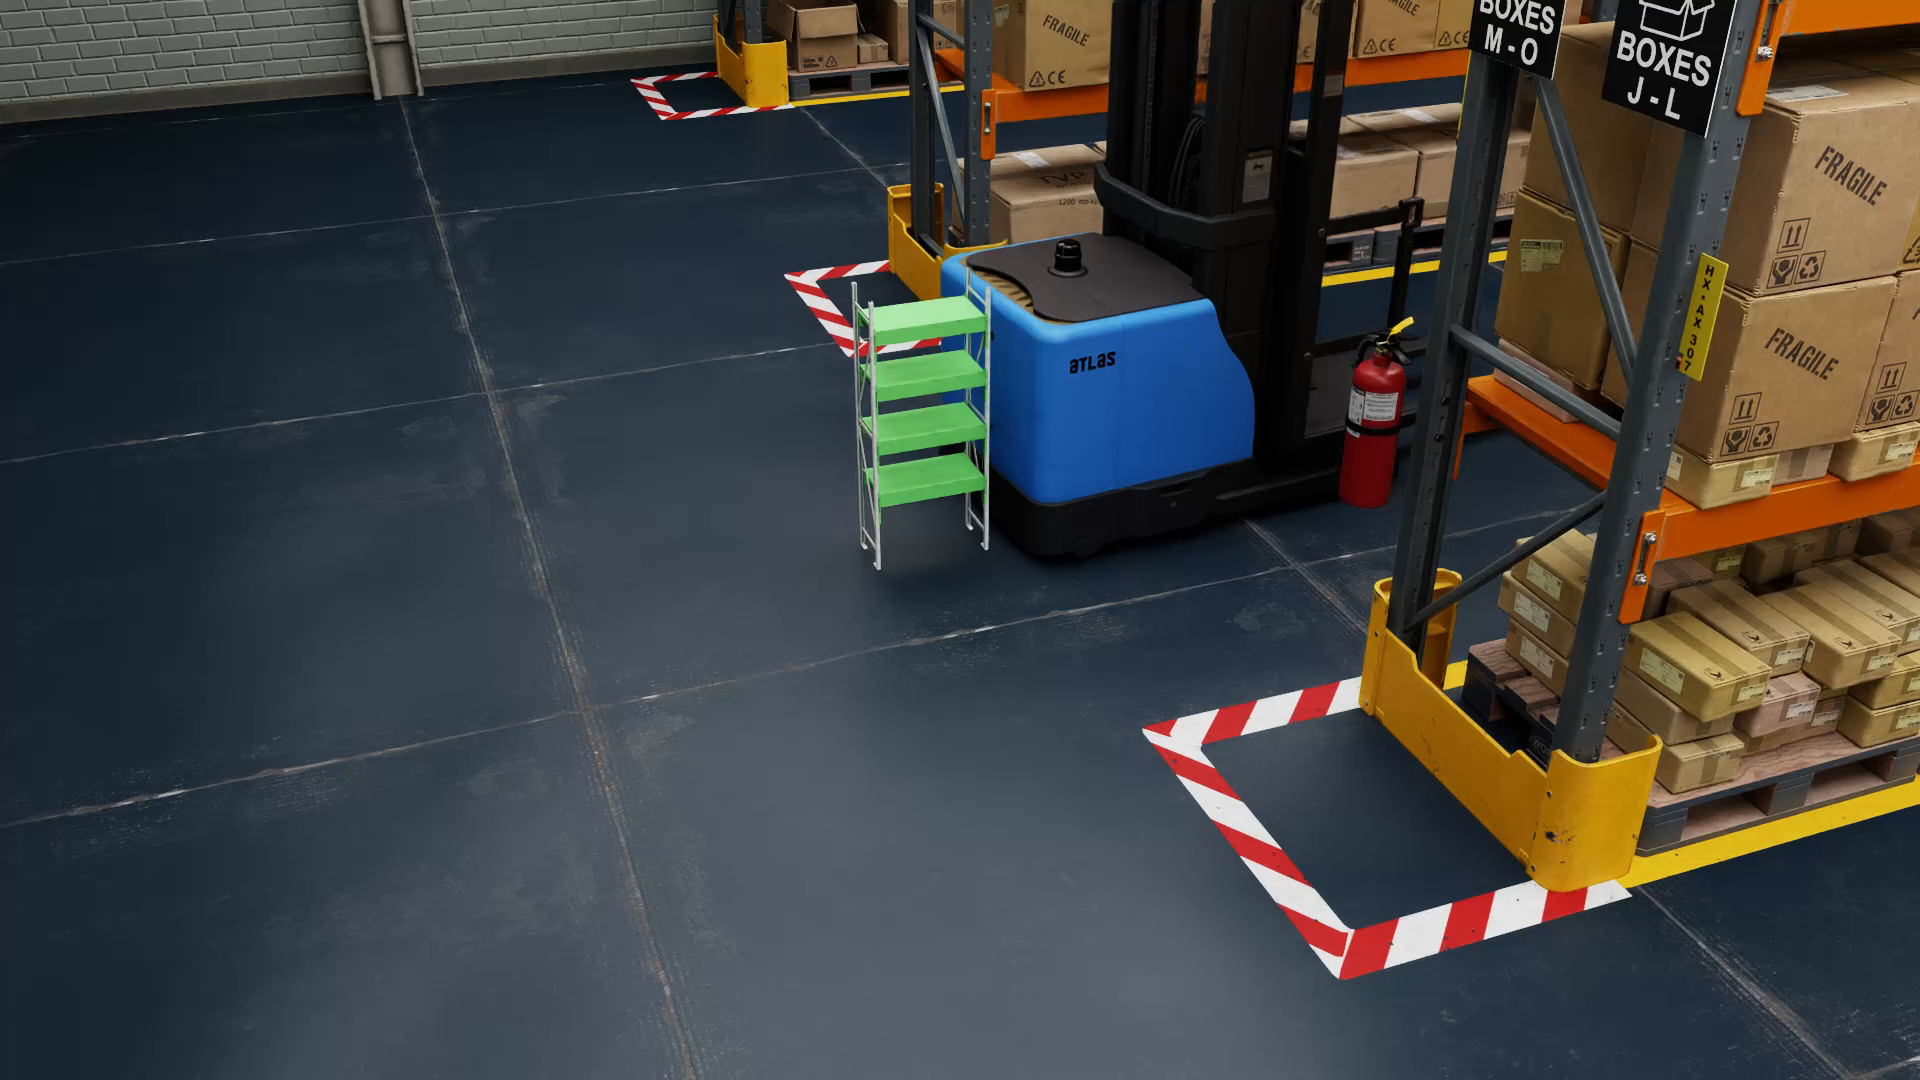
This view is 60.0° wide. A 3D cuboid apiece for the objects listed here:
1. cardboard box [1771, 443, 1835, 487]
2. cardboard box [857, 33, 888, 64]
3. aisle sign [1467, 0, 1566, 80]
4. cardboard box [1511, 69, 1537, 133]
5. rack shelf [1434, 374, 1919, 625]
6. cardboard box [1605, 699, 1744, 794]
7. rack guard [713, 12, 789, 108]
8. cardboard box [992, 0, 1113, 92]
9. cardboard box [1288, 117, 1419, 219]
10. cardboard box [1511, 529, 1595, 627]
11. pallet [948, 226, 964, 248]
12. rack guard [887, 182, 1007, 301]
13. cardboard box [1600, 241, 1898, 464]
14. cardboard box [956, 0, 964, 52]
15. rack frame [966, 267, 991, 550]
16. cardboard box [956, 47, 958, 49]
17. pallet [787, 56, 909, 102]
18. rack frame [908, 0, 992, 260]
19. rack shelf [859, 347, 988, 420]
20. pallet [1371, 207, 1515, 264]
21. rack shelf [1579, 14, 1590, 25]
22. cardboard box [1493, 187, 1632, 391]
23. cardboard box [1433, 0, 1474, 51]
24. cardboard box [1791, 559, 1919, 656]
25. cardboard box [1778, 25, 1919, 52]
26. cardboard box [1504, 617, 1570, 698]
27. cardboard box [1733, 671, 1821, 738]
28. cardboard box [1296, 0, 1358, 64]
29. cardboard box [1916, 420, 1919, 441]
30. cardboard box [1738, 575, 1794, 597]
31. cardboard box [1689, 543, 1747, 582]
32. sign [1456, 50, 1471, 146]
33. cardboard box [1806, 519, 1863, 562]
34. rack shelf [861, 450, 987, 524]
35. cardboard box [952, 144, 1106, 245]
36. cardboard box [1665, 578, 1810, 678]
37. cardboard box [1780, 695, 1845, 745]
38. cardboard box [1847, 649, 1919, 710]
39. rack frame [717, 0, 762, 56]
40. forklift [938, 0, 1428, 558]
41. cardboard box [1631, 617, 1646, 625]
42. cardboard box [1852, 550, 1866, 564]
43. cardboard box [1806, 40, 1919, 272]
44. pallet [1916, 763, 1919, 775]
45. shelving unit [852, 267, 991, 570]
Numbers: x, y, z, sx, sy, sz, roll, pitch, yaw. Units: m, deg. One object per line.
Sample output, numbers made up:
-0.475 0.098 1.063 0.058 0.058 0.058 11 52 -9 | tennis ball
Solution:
2.399 -0.319 5.033 0.250 0.149 0.380 -9 31 -16 | cardboard box
-0.780 -4.103 13.877 0.250 0.149 0.380 -12 32 -20 | cardboard box
1.584 -1.717 4.607 0.004 0.787 0.394 -10 31 -18 | aisle sign
4.238 -2.834 10.916 0.875 0.875 0.875 -9 31 -16 | cardboard box
3.631 -0.493 5.812 4.000 0.370 1.077 -10 31 -18 | rack shelf
2.359 0.654 5.528 0.250 0.149 0.380 -10 31 -17 | cardboard box
-1.727 -3.969 13.712 0.348 0.500 1.175 -10 31 -18 | rack guard
0.486 -2.733 8.916 0.500 0.500 0.500 -11 31 -18 | cardboard box
2.220 -2.286 10.396 0.875 0.438 0.875 -11 32 -19 | cardboard box
2.165 0.128 5.850 0.250 0.149 0.380 -10 31 -17 | cardboard box
0.658 -1.702 10.025 1.213 0.211 1.003 -10 31 -18 | pallet
-0.087 -1.650 9.640 0.348 0.500 1.175 -10 31 -18 | rack guard
2.274 -0.583 4.841 0.500 0.500 0.500 -9 31 -15 | cardboard box
0.296 -2.989 9.366 0.500 0.500 0.500 -10 31 -17 | cardboard box
0.074 -0.535 6.977 0.015 1.200 0.240 -10 31 -18 | rack frame
0.153 -4.374 13.999 0.500 0.500 0.500 -10 31 -17 | cardboard box
-0.980 -3.982 14.026 1.213 0.211 1.003 -10 31 -18 | pallet
-0.064 -2.740 9.029 0.127 3.000 1.000 -10 31 -18 | rack frame
-0.155 -0.646 6.816 0.480 0.148 0.258 -10 31 -18 | rack shelf
2.945 -2.124 10.764 1.213 0.211 1.003 -10 31 -18 | pallet
5.559 -3.463 11.025 4.000 0.370 1.077 -10 31 -18 | rack shelf
2.088 -0.830 5.276 0.500 0.500 0.500 -10 31 -17 | cardboard box
2.859 -3.184 9.707 0.500 0.500 0.500 -11 32 -19 | cardboard box
3.067 0.236 5.661 0.250 0.149 0.380 -12 32 -20 | cardboard box
2.574 -1.350 5.177 0.500 0.500 0.500 -12 32 -19 | cardboard box
2.177 0.408 5.960 0.250 0.149 0.380 -10 31 -17 | cardboard box
2.614 0.474 5.543 0.250 0.149 0.380 -11 31 -18 | cardboard box
1.897 -3.007 9.396 0.500 0.500 0.500 -9 31 -16 | cardboard box
2.865 -0.448 5.261 0.250 0.149 0.380 -9 31 -15 | cardboard box
2.926 0.154 6.105 0.250 0.149 0.380 -11 31 -18 | cardboard box
2.619 0.008 6.061 0.250 0.149 0.380 -11 32 -19 | cardboard box
1.582 -1.362 5.122 0.005 0.325 0.100 -10 31 -18 | sign
3.116 -0.080 6.215 0.250 0.149 0.380 -9 31 -16 | cardboard box
-0.155 -0.229 7.053 0.480 0.148 0.258 -10 31 -18 | rack shelf
0.520 -1.969 9.841 0.875 0.438 0.875 -12 32 -19 | cardboard box
2.583 0.301 5.546 0.250 0.149 0.380 -10 31 -17 | cardboard box
2.807 0.524 5.755 0.250 0.149 0.380 -10 31 -17 | cardboard box
3.091 0.397 5.679 0.250 0.149 0.380 -9 31 -16 | cardboard box
-1.798 -5.042 13.070 0.127 3.000 1.000 -10 31 -18 | rack frame
1.454 -1.692 7.259 3.031 2.935 1.130 -14 32 -23 | forklift
2.416 0.223 5.984 0.250 0.149 0.380 -11 32 -19 | cardboard box
3.366 0.021 6.338 0.250 0.149 0.380 -9 31 -15 | cardboard box
2.741 -1.112 4.760 0.500 0.500 0.500 -10 31 -16 | cardboard box
3.743 0.405 6.325 1.213 0.211 1.003 -10 31 -18 | pallet
-0.155 -0.493 6.903 0.503 1.200 0.258 -10 31 -18 | shelving unit
